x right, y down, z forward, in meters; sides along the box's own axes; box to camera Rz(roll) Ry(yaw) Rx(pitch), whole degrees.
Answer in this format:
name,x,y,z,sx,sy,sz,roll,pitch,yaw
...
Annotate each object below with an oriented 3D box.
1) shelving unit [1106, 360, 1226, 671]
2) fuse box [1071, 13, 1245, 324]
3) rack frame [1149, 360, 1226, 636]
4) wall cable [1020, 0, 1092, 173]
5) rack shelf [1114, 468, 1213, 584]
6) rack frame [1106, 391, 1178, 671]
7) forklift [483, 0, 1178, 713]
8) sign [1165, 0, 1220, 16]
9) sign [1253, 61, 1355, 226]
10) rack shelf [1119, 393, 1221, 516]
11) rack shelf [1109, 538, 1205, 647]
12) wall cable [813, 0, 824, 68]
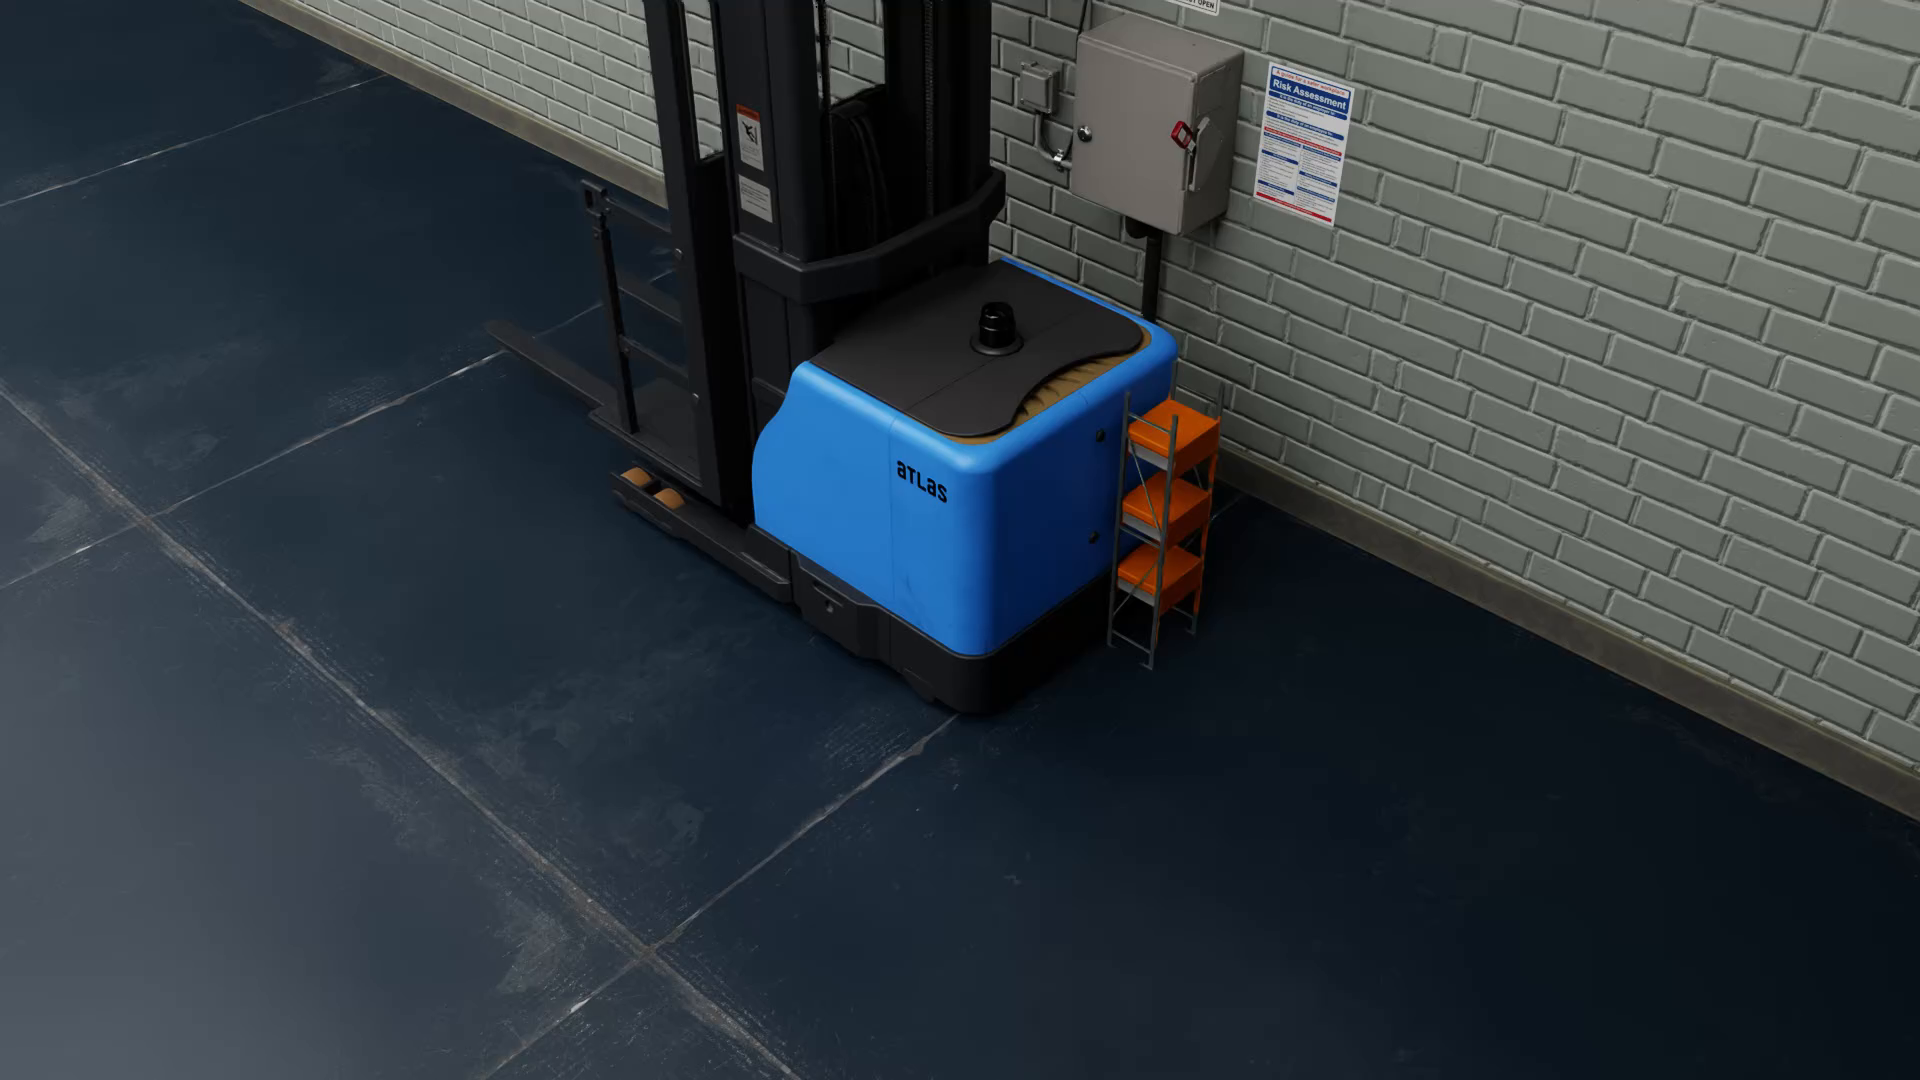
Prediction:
name,x,y,z,sx,sy,sz,roll,pitch,yaw
shelving unit,0.669,-0.062,5.485,0.215,1.050,0.252,30,47,32
fuse box,0.644,-0.972,6.098,0.539,1.711,0.414,30,47,32
rack frame,0.751,-0.118,5.555,0.200,1.050,0.008,30,47,32
wall cable,0.246,-2.233,5.832,0.588,1.984,0.122,30,47,32
rack shelf,0.669,-0.054,5.491,0.215,0.259,0.240,30,47,32
rack frame,0.586,-0.006,5.414,0.200,1.050,0.008,30,47,32
forklift,-0.693,-1.384,5.635,3.031,2.935,1.130,31,48,33
sign,0.742,-1.918,5.589,0.339,0.242,0.001,30,47,32
sign,1.148,-1.327,5.585,0.329,0.494,0.001,30,47,32
rack shelf,0.669,-0.276,5.314,0.215,0.259,0.240,30,47,32
rack shelf,0.669,0.164,5.664,0.215,0.259,0.240,30,47,32
wall cable,-0.809,-2.835,6.564,0.585,1.953,0.123,30,47,32
